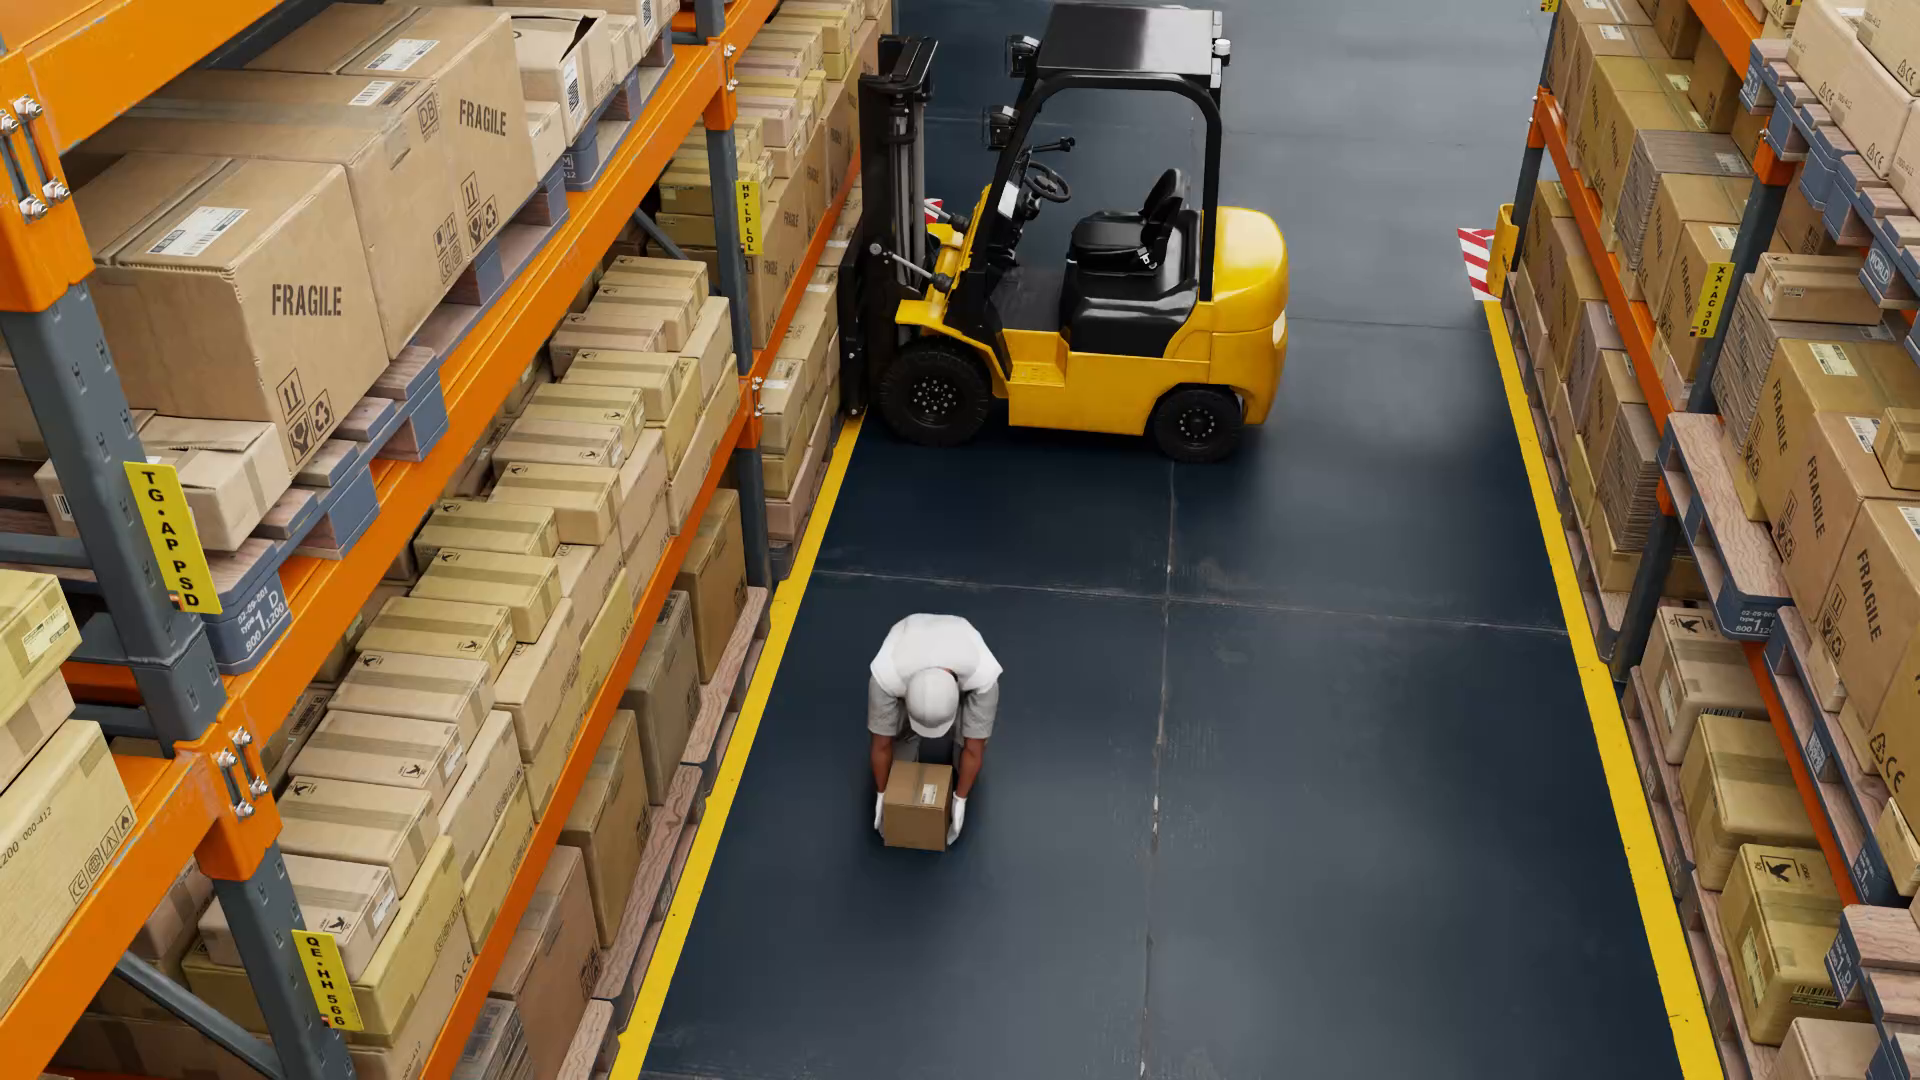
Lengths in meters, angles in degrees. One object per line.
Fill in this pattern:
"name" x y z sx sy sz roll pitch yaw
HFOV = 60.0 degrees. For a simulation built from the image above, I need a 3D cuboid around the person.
"person" -0.100 0.676 6.919 0.569 0.885 0.913 4 36 6
